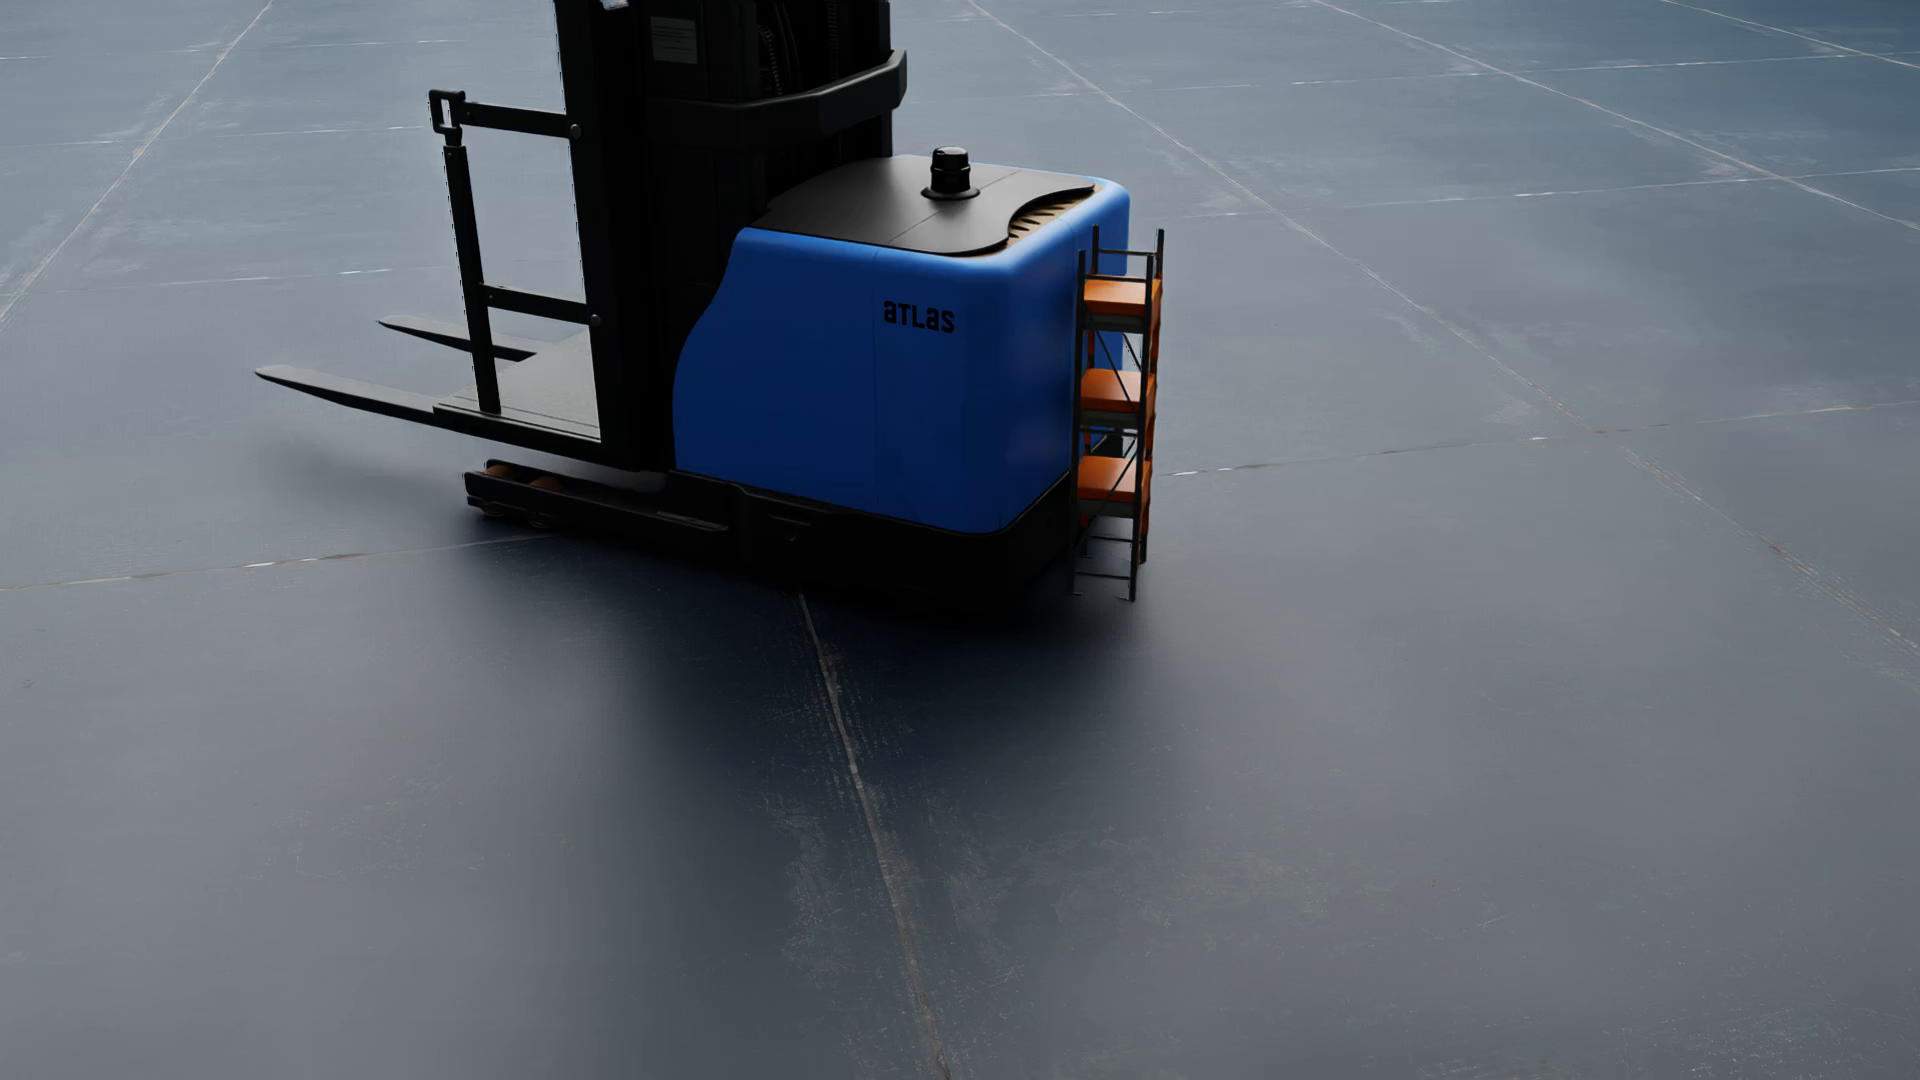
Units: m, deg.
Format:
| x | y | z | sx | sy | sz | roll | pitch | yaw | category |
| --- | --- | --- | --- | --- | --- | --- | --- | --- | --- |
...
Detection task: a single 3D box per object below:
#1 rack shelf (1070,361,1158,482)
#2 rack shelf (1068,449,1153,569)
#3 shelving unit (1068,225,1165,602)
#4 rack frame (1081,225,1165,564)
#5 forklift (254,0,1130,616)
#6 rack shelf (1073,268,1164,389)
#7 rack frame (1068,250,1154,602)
| x | y | z | sx | sy | sz | roll | pitch | yaw | category |
| --- | --- | --- | --- | --- | --- | --- | --- | --- | --- |
| 0.445 | -0.343 | 4.787 | 0.215 | 0.259 | 0.240 | 6 | 27 | 12 | rack shelf |
| 0.445 | -0.095 | 4.913 | 0.215 | 0.259 | 0.240 | 6 | 27 | 12 | rack shelf |
| 0.445 | -0.352 | 4.783 | 0.215 | 1.050 | 0.252 | 6 | 27 | 12 | shelving unit |
| 0.472 | -0.406 | 4.889 | 0.200 | 1.050 | 0.008 | 6 | 27 | 12 | rack frame |
| -1.025 | -1.540 | 5.049 | 3.031 | 2.935 | 1.130 | 13 | 29 | 24 | forklift |
| 0.445 | -0.596 | 4.659 | 0.215 | 0.259 | 0.240 | 6 | 27 | 12 | rack shelf |
| 0.417 | -0.299 | 4.676 | 0.200 | 1.050 | 0.008 | 6 | 27 | 12 | rack frame |
